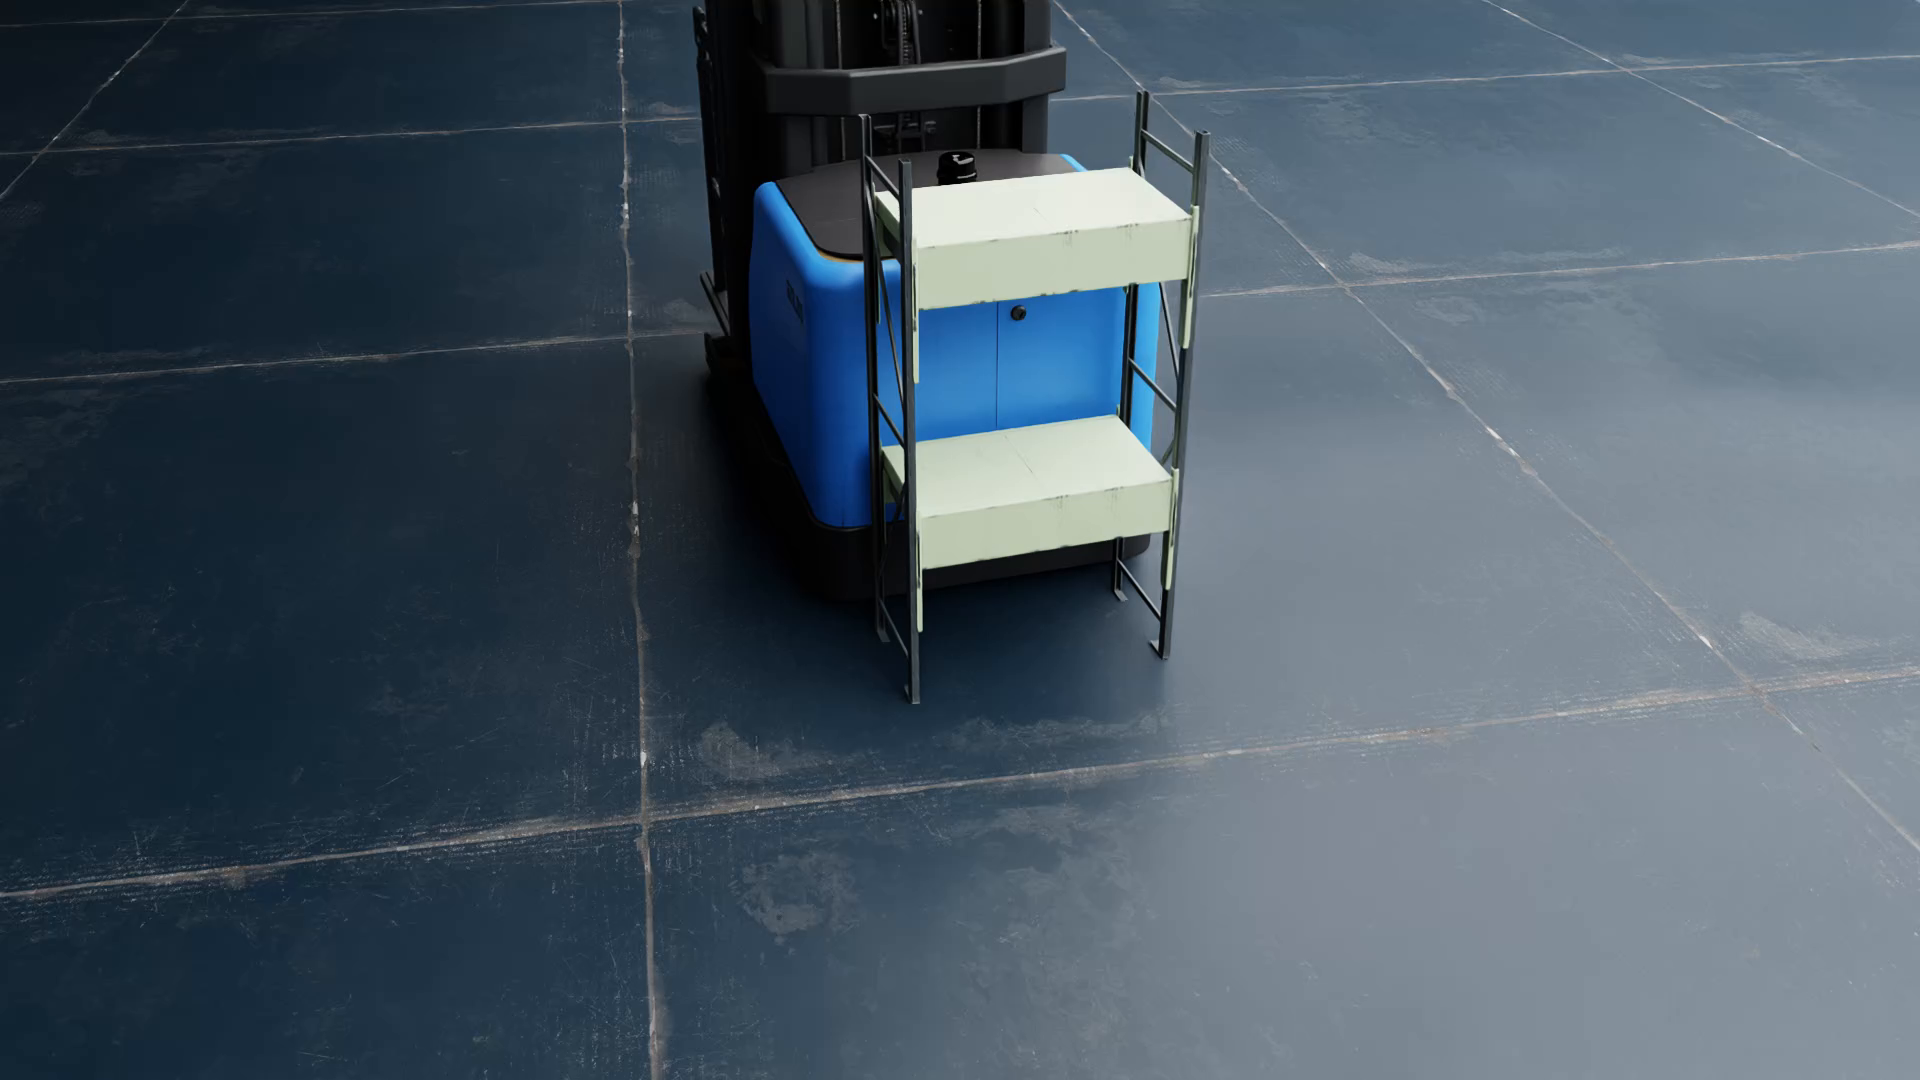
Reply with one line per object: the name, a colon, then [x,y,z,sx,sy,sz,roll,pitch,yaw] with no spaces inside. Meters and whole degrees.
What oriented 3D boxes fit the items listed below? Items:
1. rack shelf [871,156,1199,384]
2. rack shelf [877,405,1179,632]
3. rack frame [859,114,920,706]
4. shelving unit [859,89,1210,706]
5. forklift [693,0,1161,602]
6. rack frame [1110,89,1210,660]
rack shelf: [0.172,-0.688,4.170,0.720,0.370,0.431,-9,32,-15]
rack shelf: [0.172,-0.070,4.533,0.720,0.370,0.431,-9,32,-15]
rack frame: [-0.178,-0.296,4.274,0.023,1.500,0.400,-9,32,-15]
shelving unit: [0.172,-0.351,4.368,0.755,1.500,0.431,-9,32,-15]
forklift: [-0.329,-1.821,5.455,1.130,2.935,3.031,-9,32,-14]
rack frame: [0.521,-0.406,4.461,0.023,1.500,0.400,-9,32,-15]
